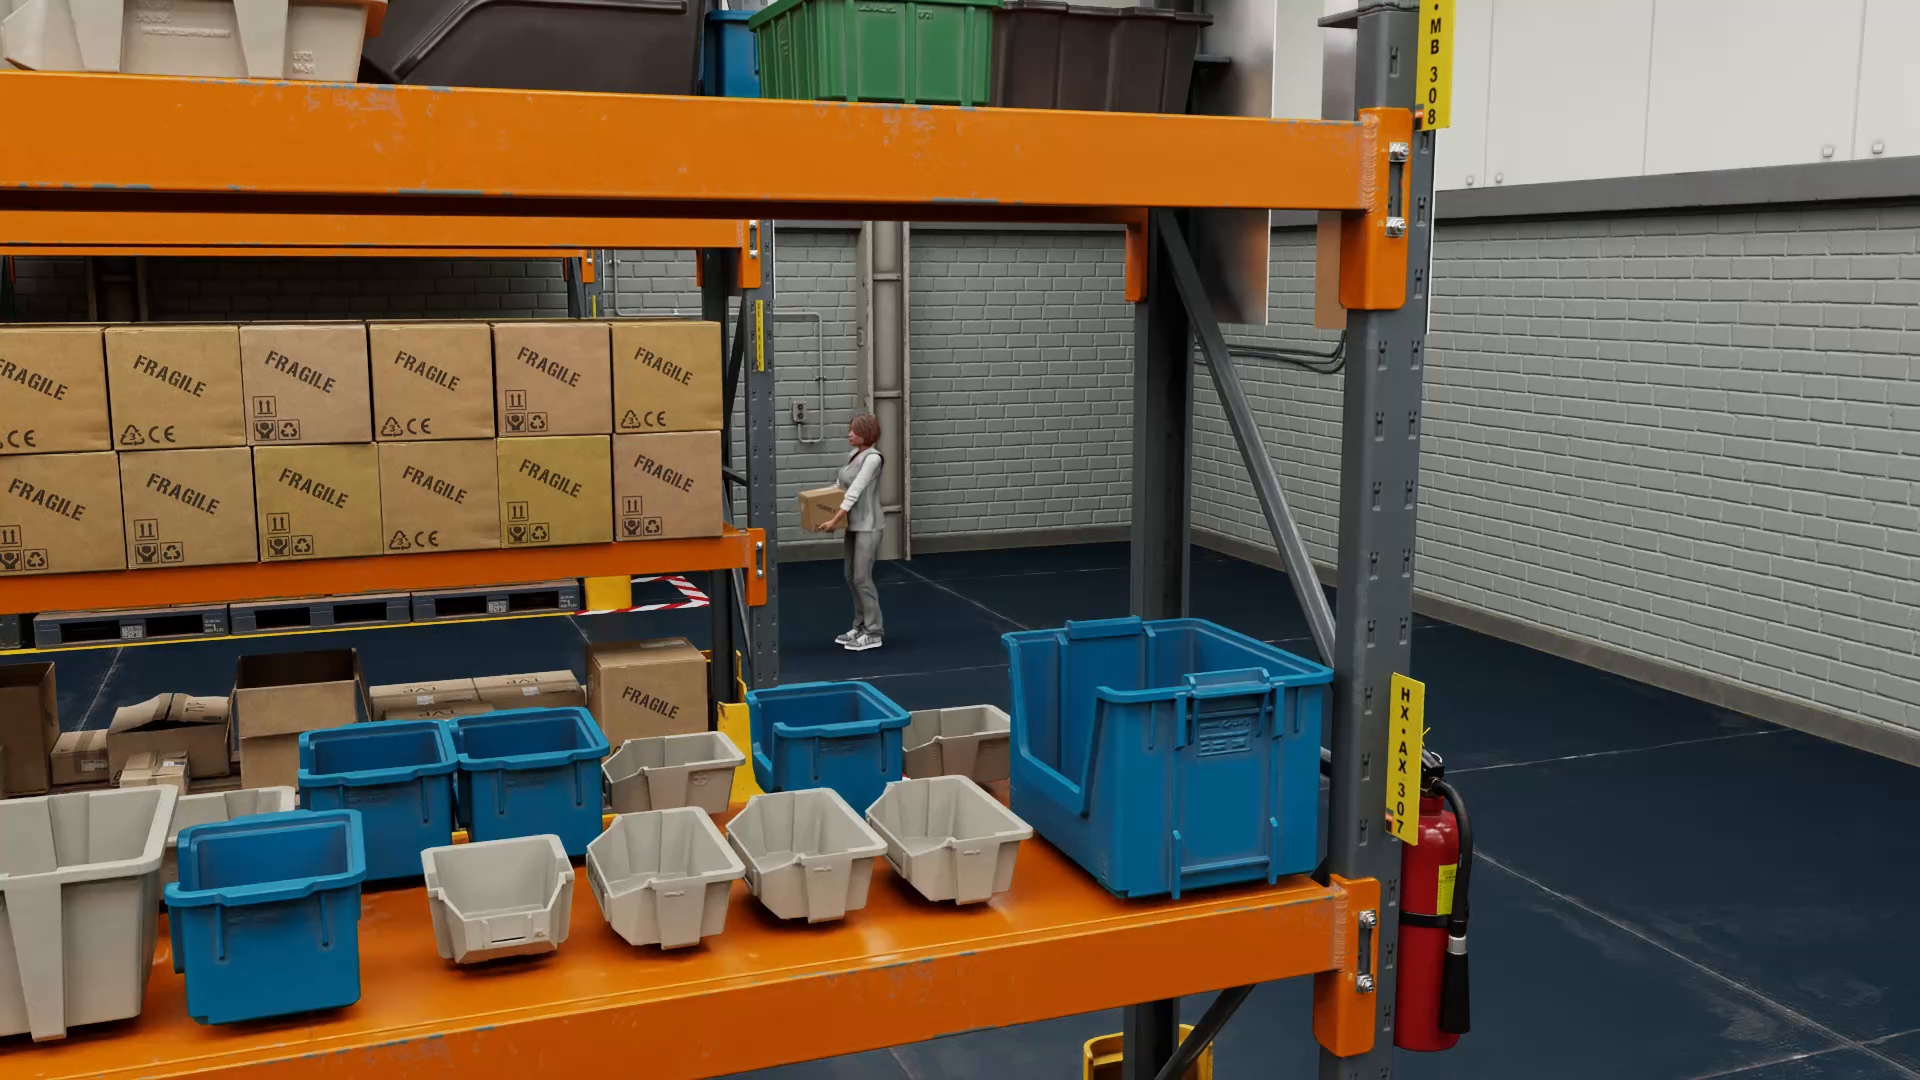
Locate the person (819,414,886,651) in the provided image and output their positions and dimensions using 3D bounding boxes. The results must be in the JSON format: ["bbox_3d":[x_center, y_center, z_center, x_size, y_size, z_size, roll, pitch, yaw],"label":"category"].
[{"bbox_3d":[-0.750,-0.054,11.254,0.498,1.598,0.385,-4,10,-21],"label":"person"}]
